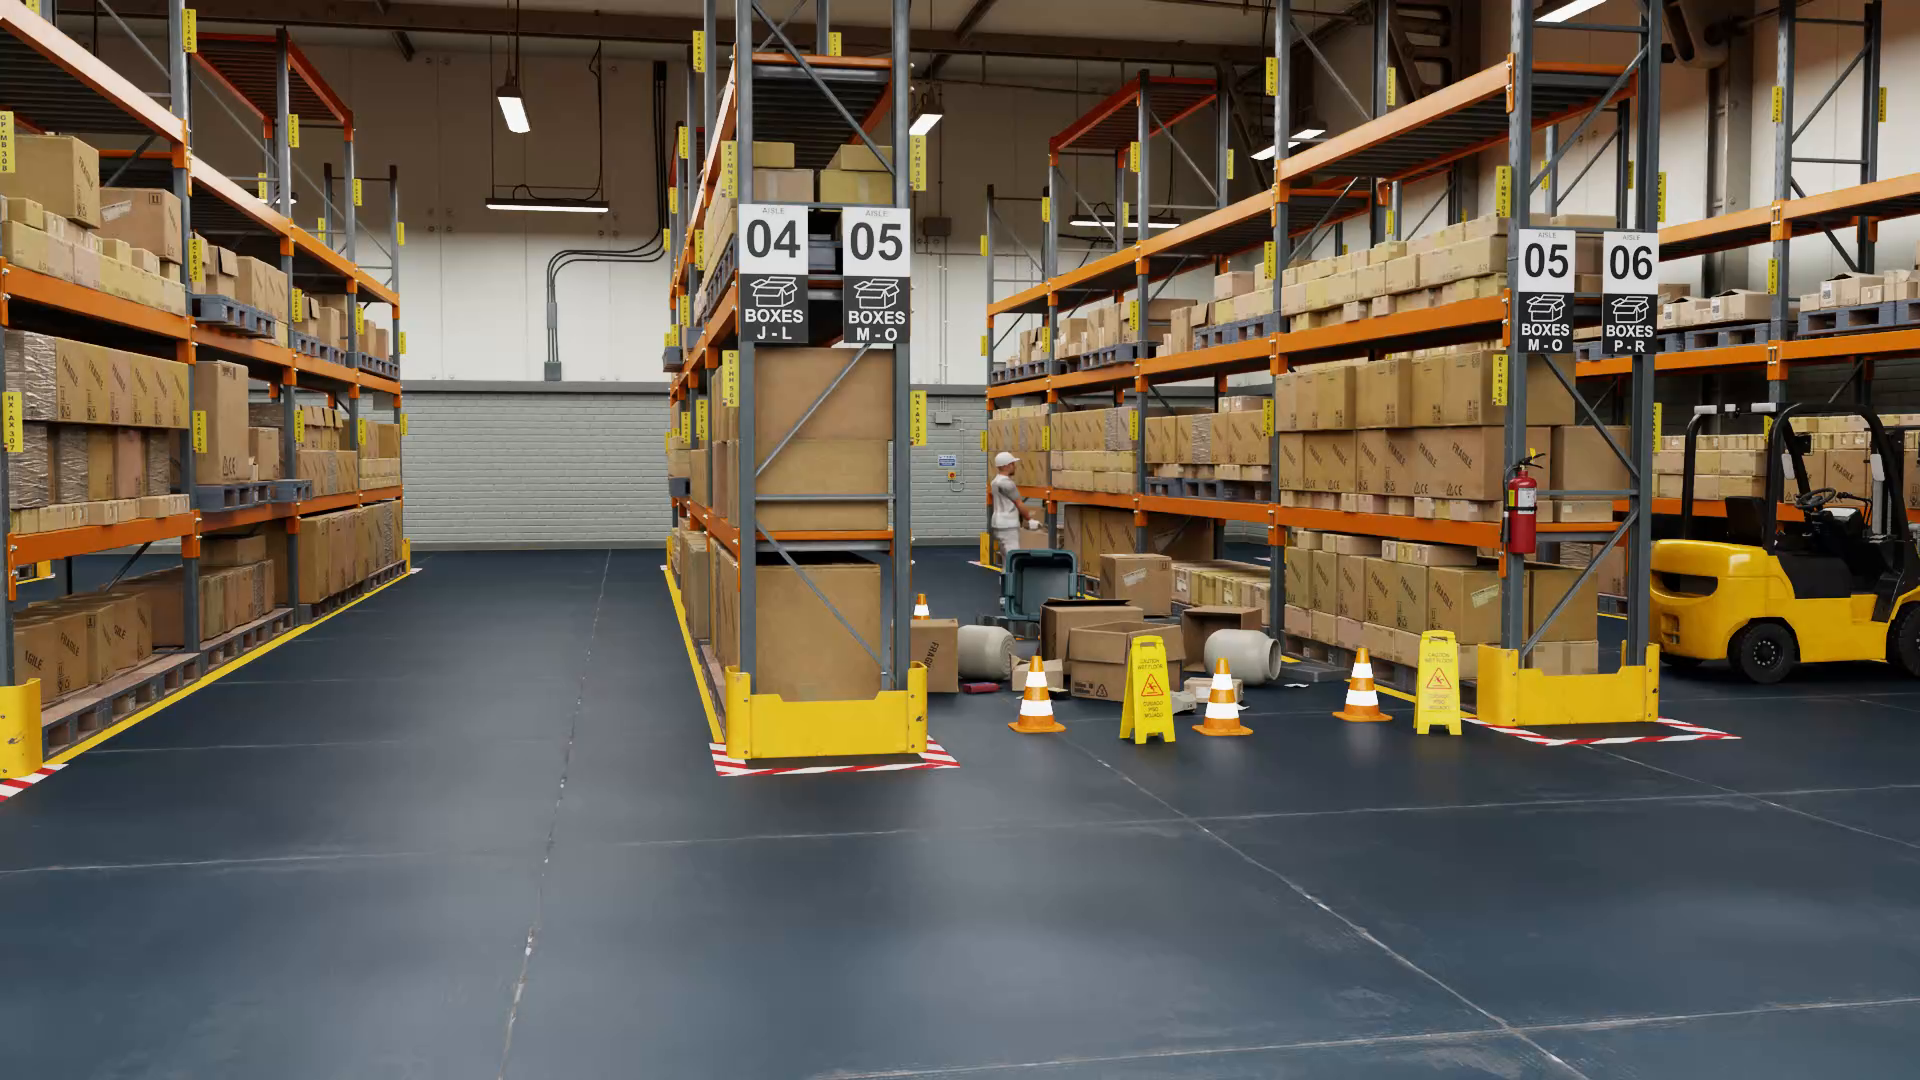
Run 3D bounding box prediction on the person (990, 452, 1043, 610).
[{"bbox_3d":[0.635,-0.108,18.931,0.554,1.784,0.494,-1,3,-11],"label":"person"}]
